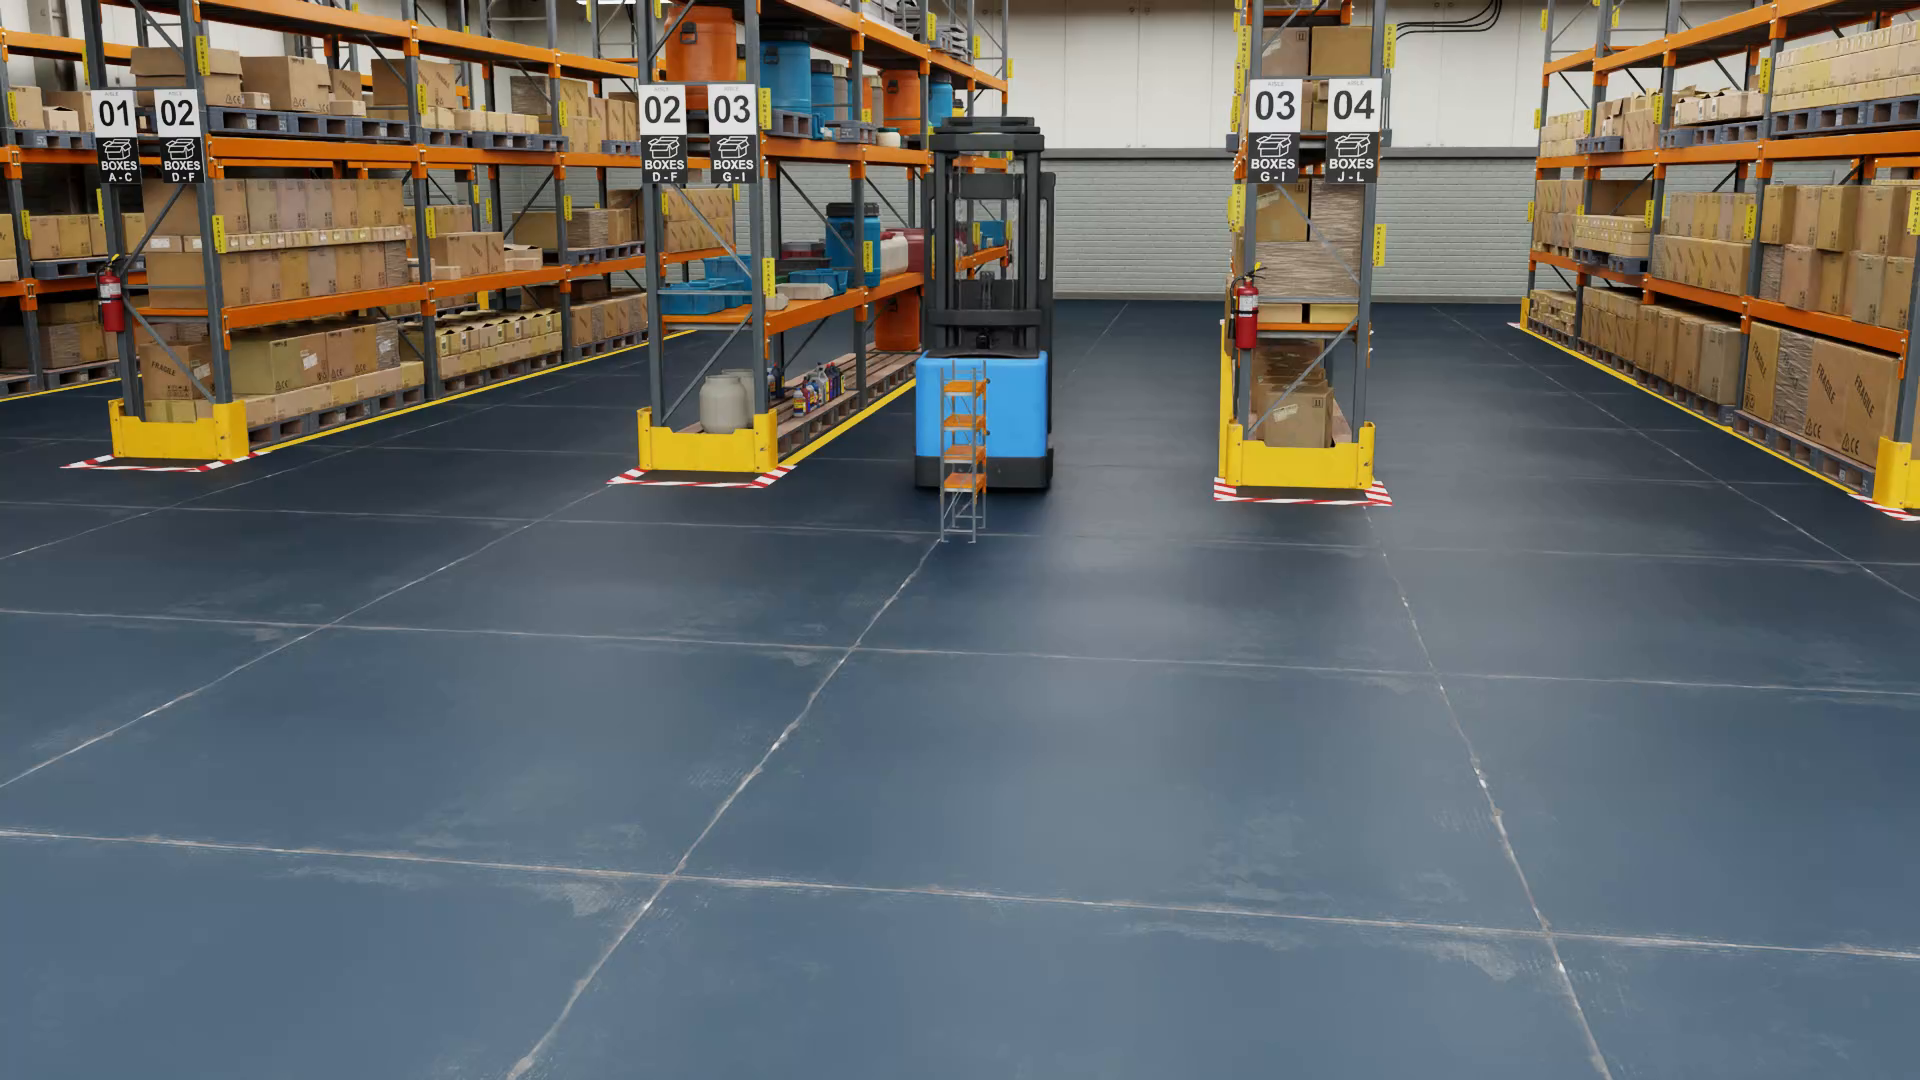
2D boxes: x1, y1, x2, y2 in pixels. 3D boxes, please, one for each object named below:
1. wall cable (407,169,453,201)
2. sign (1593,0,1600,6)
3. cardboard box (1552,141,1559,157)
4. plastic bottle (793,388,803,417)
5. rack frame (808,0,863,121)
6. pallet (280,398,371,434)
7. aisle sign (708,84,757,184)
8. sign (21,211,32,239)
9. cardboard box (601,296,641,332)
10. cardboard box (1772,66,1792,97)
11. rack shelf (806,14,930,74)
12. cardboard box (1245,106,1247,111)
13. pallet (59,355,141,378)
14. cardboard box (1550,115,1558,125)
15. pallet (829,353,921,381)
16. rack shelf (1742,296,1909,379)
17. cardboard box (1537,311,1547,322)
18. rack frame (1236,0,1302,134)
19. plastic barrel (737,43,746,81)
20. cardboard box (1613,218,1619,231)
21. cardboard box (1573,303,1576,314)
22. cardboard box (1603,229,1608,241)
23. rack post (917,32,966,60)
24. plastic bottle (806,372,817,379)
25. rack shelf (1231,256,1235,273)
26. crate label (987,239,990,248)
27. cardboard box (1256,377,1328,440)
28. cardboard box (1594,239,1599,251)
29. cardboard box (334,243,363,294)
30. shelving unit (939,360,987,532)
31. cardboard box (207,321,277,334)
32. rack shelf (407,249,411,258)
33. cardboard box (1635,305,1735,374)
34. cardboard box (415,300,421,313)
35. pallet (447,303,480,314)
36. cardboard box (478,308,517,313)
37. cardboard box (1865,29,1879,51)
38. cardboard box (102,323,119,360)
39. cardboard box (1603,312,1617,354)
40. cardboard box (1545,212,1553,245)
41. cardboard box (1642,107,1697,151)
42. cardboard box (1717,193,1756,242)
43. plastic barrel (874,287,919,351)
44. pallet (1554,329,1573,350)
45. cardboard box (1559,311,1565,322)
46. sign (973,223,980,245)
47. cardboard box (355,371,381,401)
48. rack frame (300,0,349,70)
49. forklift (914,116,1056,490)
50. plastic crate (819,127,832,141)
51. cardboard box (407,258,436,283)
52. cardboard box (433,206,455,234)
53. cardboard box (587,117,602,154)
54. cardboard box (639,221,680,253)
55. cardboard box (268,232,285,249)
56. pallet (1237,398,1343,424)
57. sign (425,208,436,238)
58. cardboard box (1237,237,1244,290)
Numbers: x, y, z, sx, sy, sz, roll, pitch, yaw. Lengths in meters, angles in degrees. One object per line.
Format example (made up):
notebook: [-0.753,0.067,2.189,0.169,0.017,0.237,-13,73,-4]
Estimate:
wall cable: [-10.205,-6.519,32.213,0.084,1.984,1.851,2,12,9]
sign: [8.953,-7.679,23.360,0.100,0.325,0.005,2,12,9]
cardboard box: [9.628,-6.153,26.160,0.500,0.250,0.500,1,12,7]
plastic bottle: [-1.552,-1.322,15.942,0.097,0.271,0.097,0,12,0]
rack frame: [-1.523,-5.839,17.228,1.000,3.000,0.127,2,12,9]
pallet: [-6.766,-1.286,16.958,1.003,0.211,1.213,2,12,9]
aisle sign: [-1.860,-3.320,13.609,0.394,0.787,0.004,2,12,9]
sign: [-10.775,-3.635,19.184,0.100,0.325,0.005,2,12,9]
cardboard box: [-5.141,-3.407,25.072,0.500,0.500,0.500,2,12,9]
cardboard box: [7.904,-4.264,15.456,0.500,0.250,0.500,2,12,9]
rack shelf: [-1.216,-5.708,19.278,1.077,0.370,4.000,2,12,9]
cardboard box: [2.858,-4.058,15.492,0.380,0.149,0.250,2,12,8]
pallet: [-11.009,-2.281,21.577,1.003,0.211,1.213,2,12,9]
cardboard box: [9.618,-6.677,26.460,0.380,0.149,0.250,2,12,9]
pallet: [-1.065,-2.216,21.275,1.003,0.211,1.213,2,12,9]
rack shelf: [7.949,-1.796,14.416,1.077,0.370,4.000,2,12,9]
cardboard box: [9.567,-3.617,26.925,0.380,0.149,0.250,2,12,9]
rack frame: [5.216,-8.177,28.074,1.000,3.000,0.127,2,12,9]
plastic barrel: [-2.089,-4.079,14.736,0.600,0.588,0.600,0,12,0]
cardboard box: [8.612,-4.050,21.351,0.380,0.149,0.250,2,12,10]
cardboard box: [9.284,-3.415,24.576,0.380,0.149,0.250,2,12,10]
cardboard box: [8.694,-4.011,21.879,0.380,0.149,0.250,2,12,10]
rack post: [-0.478,-6.835,23.034,0.937,0.300,0.954,3,13,15]
plastic bottle: [-1.517,-1.606,17.248,0.152,0.276,0.135,2,12,9]
rack shelf: [4.294,-3.643,22.987,1.077,0.370,4.000,2,12,9]
crate label: [0.298,-5.011,28.107,0.396,0.136,0.243,2,12,9]
cardboard box: [2.926,-1.152,14.654,0.500,0.500,0.500,5,13,23]
cardboard box: [8.776,-3.973,22.408,0.380,0.149,0.250,2,12,8]
cardboard box: [-6.635,-2.810,17.174,0.700,0.500,0.500,2,12,9]
shelving unit: [0.026,-0.621,11.529,0.258,1.200,0.499,2,12,9]
cardboard box: [-10.454,-3.363,24.086,0.750,0.750,0.750,2,12,8]
rack shelf: [-9.774,-4.957,29.085,1.077,0.370,4.000,2,12,9]
cardboard box: [8.689,-2.379,19.754,1.050,0.750,0.750,2,12,8]
cardboard box: [-9.704,-4.240,28.983,0.700,0.500,0.500,2,12,10]
pallet: [-9.512,-4.193,30.450,1.003,0.211,1.213,2,12,9]
cardboard box: [-6.173,-2.936,22.197,0.500,0.311,0.500,2,12,11]
cardboard box: [7.515,-4.011,13.336,0.380,0.149,0.250,2,12,9]
cardboard box: [-11.067,-2.588,21.273,0.700,0.500,0.500,2,12,9]
cardboard box: [8.863,-2.744,22.044,0.500,0.500,0.500,1,12,6]
cardboard box: [9.615,-4.958,26.437,0.500,0.500,0.500,2,12,9]
cardboard box: [8.708,-5.039,20.399,0.500,0.500,0.500,2,12,9]
cardboard box: [8.482,-3.418,17.622,0.700,0.500,0.500,2,12,9]
plastic barrel: [-0.850,-2.986,22.383,0.600,0.830,0.708,2,12,9]
pallet: [9.555,-3.007,24.947,1.003,0.211,1.213,2,12,9]
cardboard box: [9.274,-3.376,25.101,0.380,0.149,0.250,1,12,7]
sign: [0.250,-4.689,25.474,0.100,0.325,0.005,2,12,9]
cardboard box: [-6.421,-1.617,17.406,0.500,0.250,0.500,2,12,9]
rack frame: [-10.079,-7.825,26.444,0.949,2.616,0.053,2,12,9]
forklift: [9.257,-2.241,14.934,18.991,2.935,5.636,1,12,4]
plastic crate: [-1.371,-3.897,15.961,0.243,0.136,0.396,2,12,9]
cardboard box: [-6.384,-3.098,19.106,0.500,0.250,0.500,3,12,12]
cardboard box: [-9.636,-5.614,29.710,0.980,0.700,0.700,2,12,8]
cardboard box: [-5.610,-5.722,23.567,0.910,0.500,0.500,2,12,9]
cardboard box: [-4.839,-4.879,26.777,0.500,0.500,0.500,2,12,10]
cardboard box: [-6.640,-2.835,15.752,0.380,0.149,0.250,2,12,8]
pallet: [3.303,-1.242,16.755,1.003,0.211,1.213,2,12,9]
sign: [-5.868,-3.512,18.427,0.100,0.325,0.005,2,12,9]
cardboard box: [2.826,-2.329,14.238,0.875,0.500,0.500,2,12,9]
